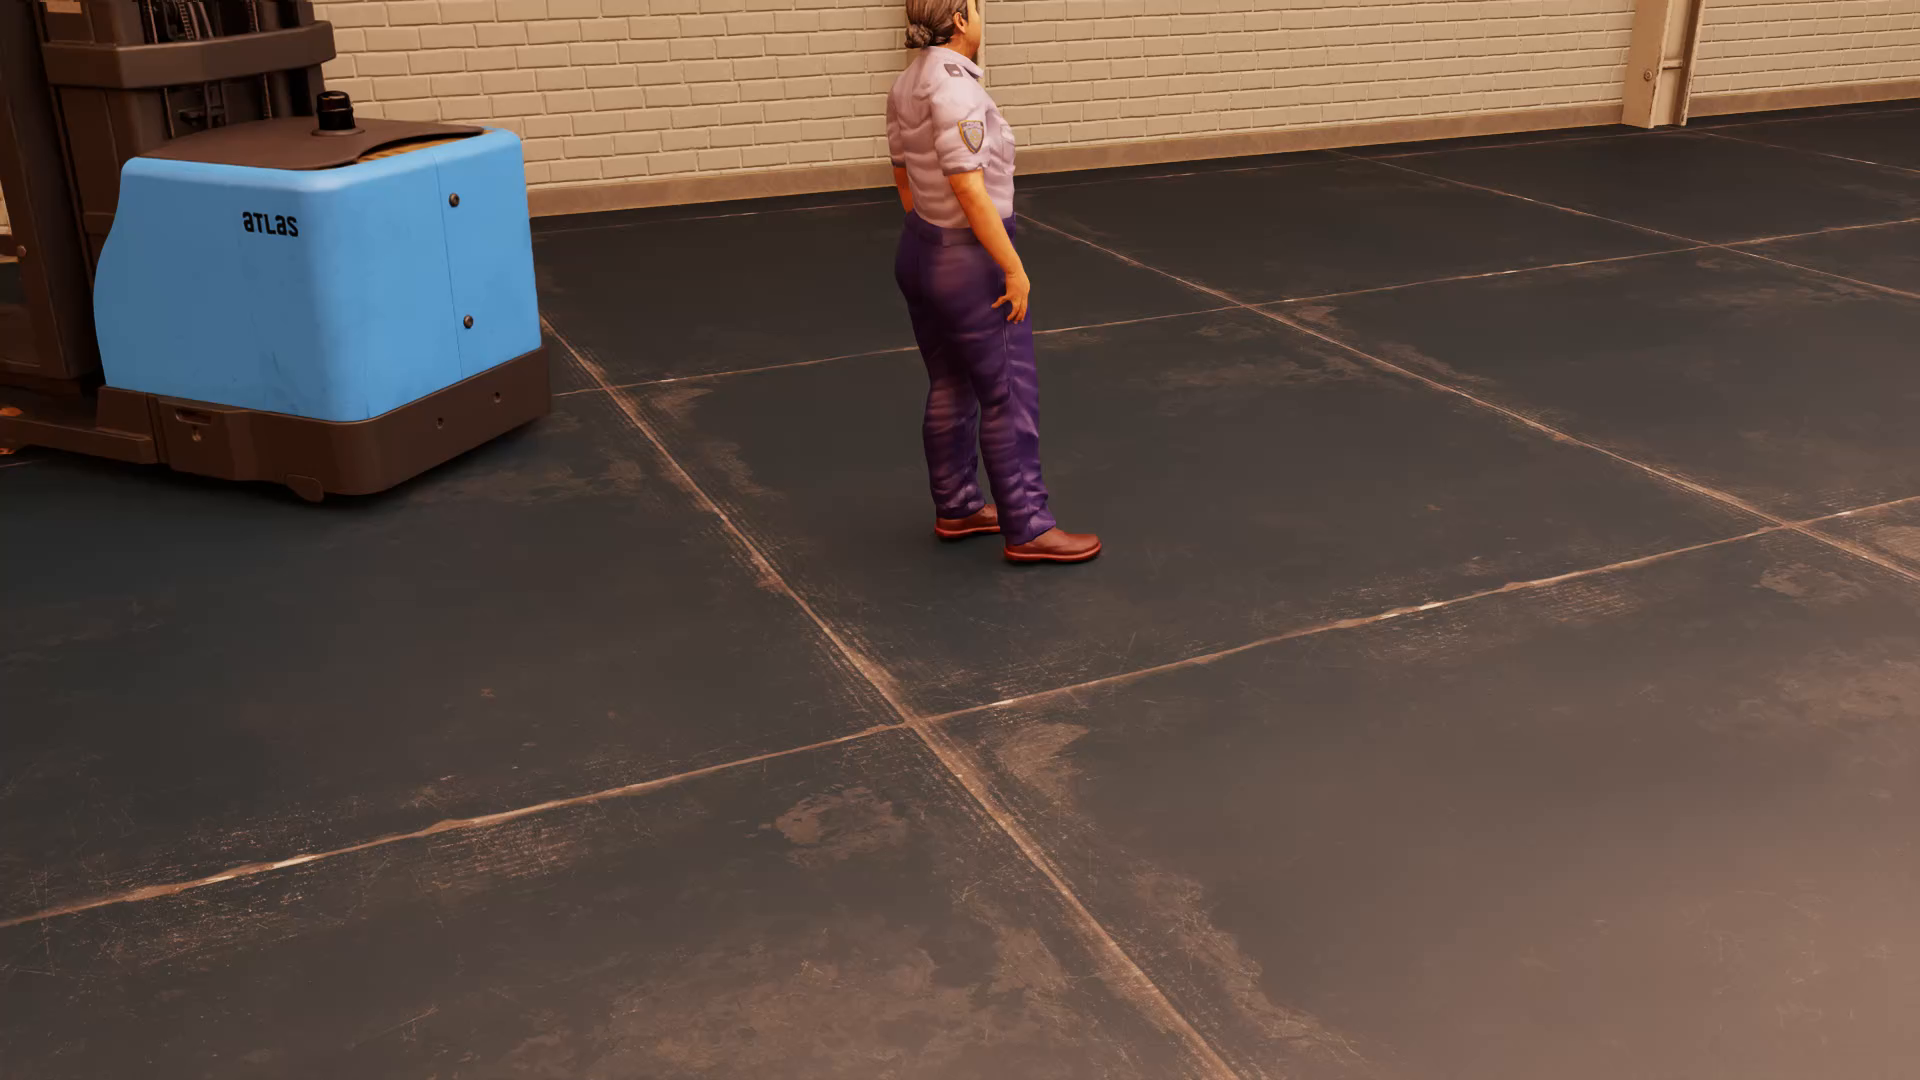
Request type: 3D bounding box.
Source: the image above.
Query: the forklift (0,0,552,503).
[{"bbox_3d":[-3.056,-1.825,5.679,3.031,2.935,1.130,9,24,21],"label":"forklift"}]

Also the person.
[{"bbox_3d":[0.091,-0.774,4.804,0.502,1.651,0.598,-10,25,-23],"label":"person"}]
